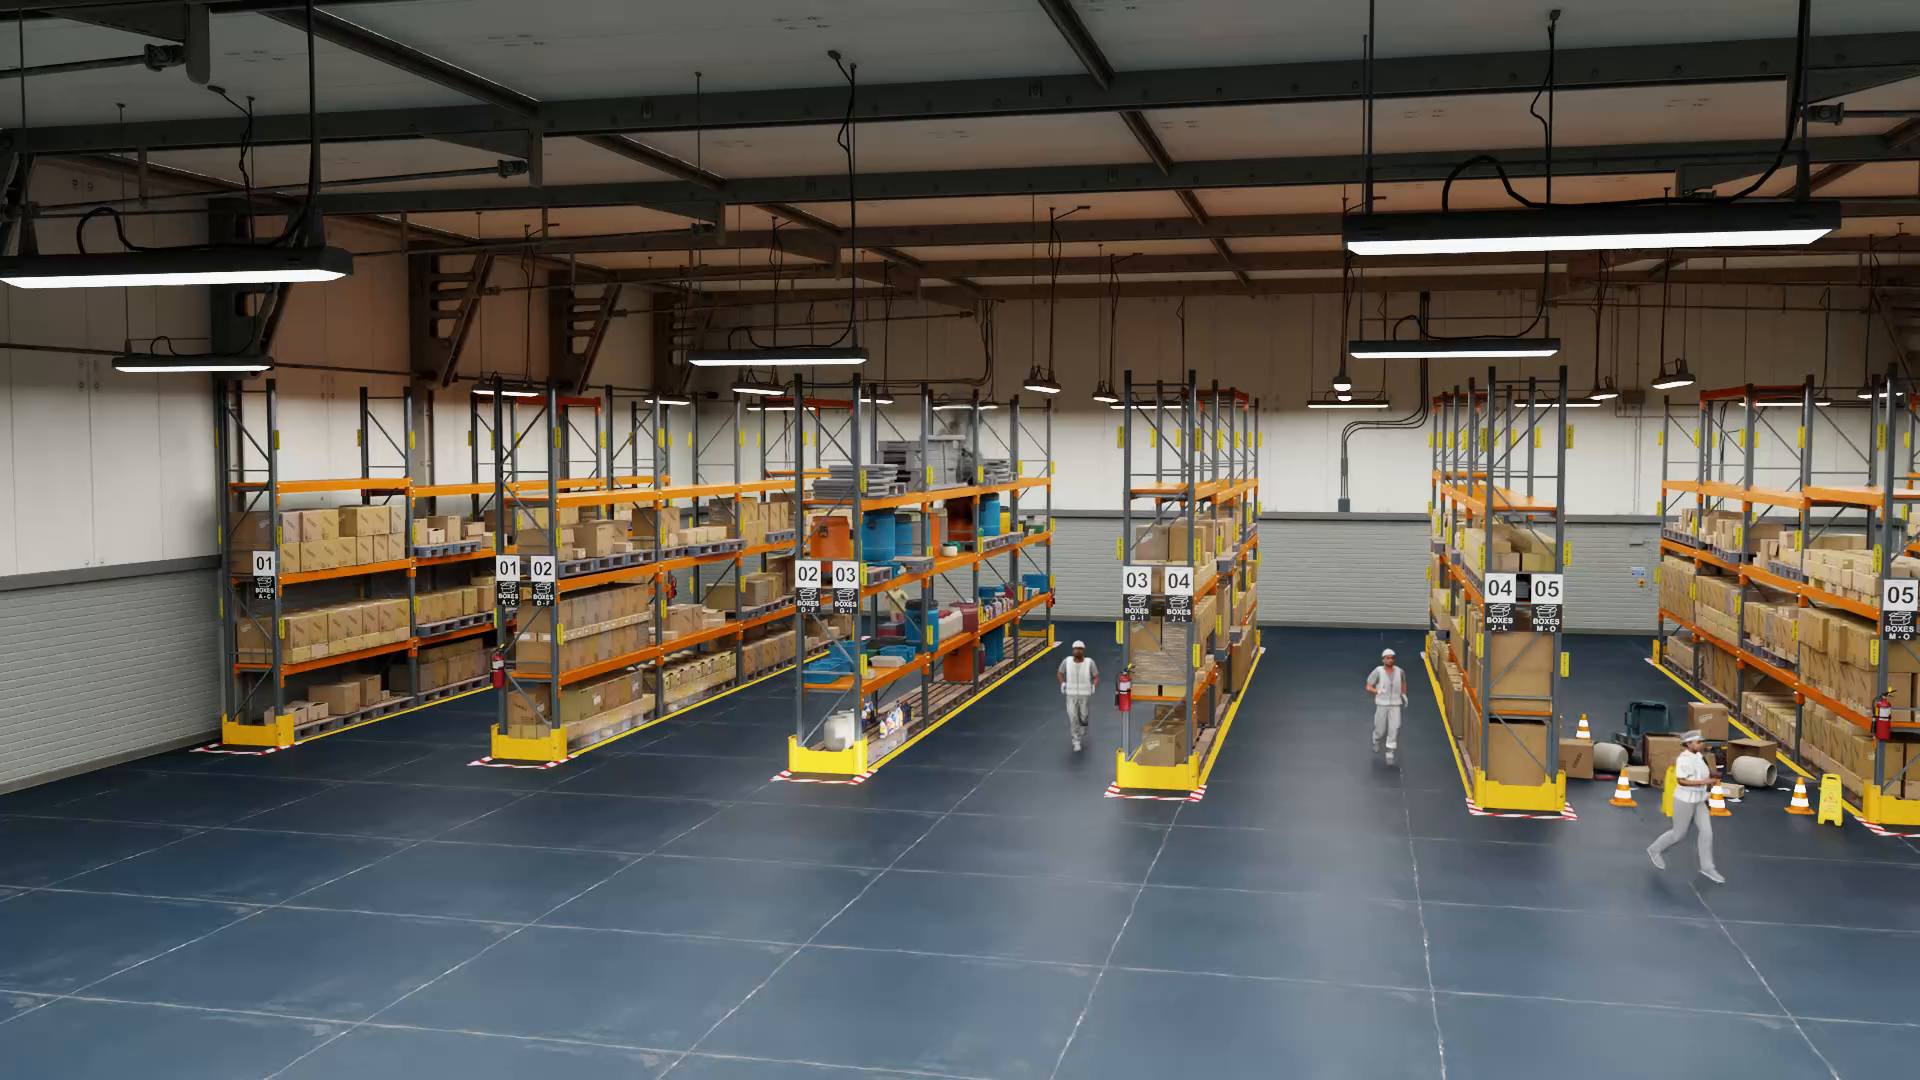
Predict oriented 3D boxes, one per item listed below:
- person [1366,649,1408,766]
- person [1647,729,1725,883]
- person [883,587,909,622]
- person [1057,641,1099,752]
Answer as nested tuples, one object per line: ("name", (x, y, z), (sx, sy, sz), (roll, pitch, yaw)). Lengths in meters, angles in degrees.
("person", (6.613, 2.563, 25.766), (0.664, 1.765, 0.847), (0, 3, 0))
("person", (8.320, 2.996, 19.007), (0.604, 1.694, 0.900), (-3, 4, -36))
("person", (-1.537, 1.788, 40.095), (0.647, 1.679, 0.667), (0, 3, -1))
("person", (1.917, 2.513, 27.049), (0.680, 1.762, 0.802), (0, 3, 6))
